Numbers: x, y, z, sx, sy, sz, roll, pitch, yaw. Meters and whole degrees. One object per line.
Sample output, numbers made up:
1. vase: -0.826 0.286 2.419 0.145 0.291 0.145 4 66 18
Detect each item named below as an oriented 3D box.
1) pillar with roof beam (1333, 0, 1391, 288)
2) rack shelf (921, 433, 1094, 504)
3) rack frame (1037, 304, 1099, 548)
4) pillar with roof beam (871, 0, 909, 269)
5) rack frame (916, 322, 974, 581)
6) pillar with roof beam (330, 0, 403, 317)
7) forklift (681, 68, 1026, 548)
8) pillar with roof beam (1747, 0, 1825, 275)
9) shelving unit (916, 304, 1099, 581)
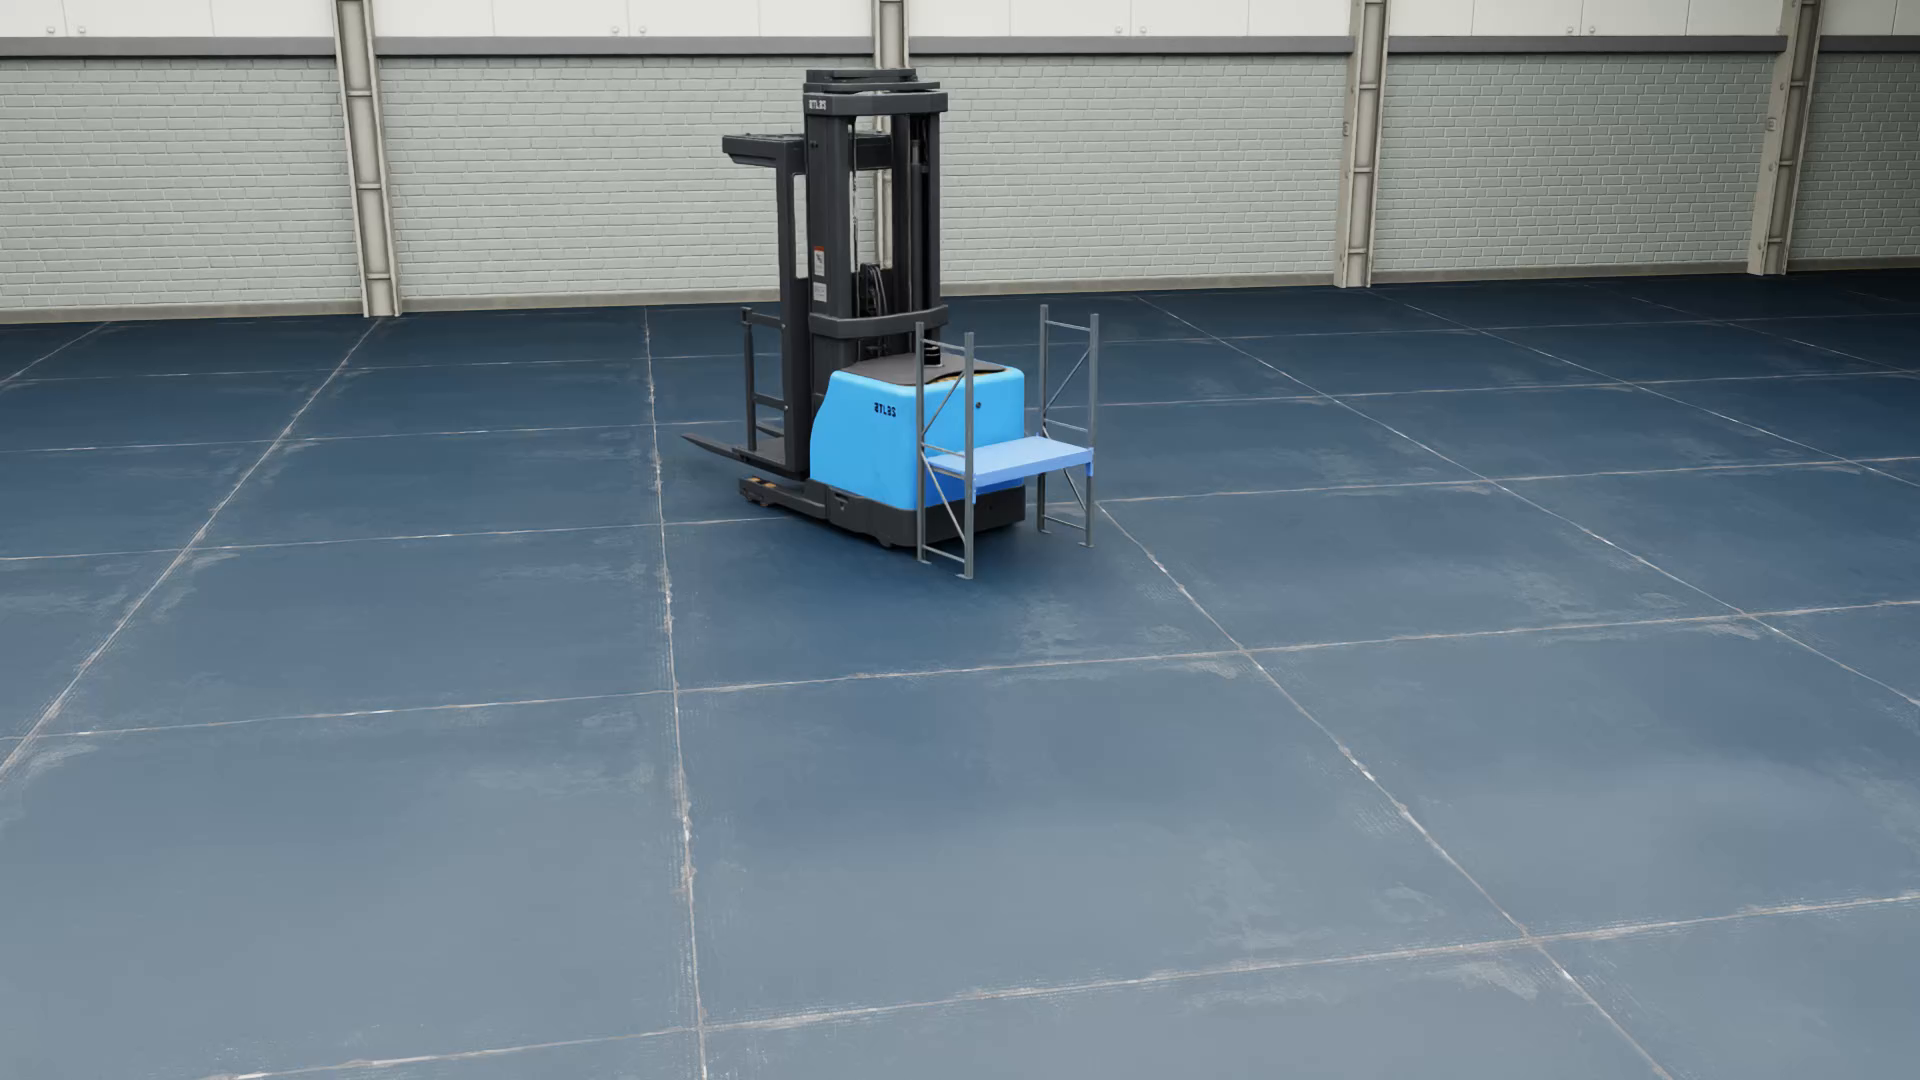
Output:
1. pillar with roof beam: 5.886 -6.354 16.174 0.400 9.000 9.100 -3 17 -10
2. rack shelf: 0.294 -0.455 10.353 1.000 0.185 0.538 -14 22 -38
3. rack frame: 0.681 -0.724 10.615 0.032 1.500 0.500 -14 22 -38
4. pillar with roof beam: -0.005 -6.020 15.085 0.400 9.000 9.100 -3 17 -10
5. rack frame: -0.093 -0.531 9.985 0.032 1.500 0.500 -14 22 -38
6. pillar with roof beam: -5.896 -5.686 13.997 0.400 9.000 9.100 -3 17 -10
7. forklift: -0.900 -1.715 11.403 1.130 2.935 3.031 -14 22 -38
8. pillar with roof beam: 11.777 -6.689 17.262 0.400 9.000 9.100 -3 17 -10
9. shelving unit: 0.294 -0.627 10.300 1.048 1.500 0.538 -14 22 -38
